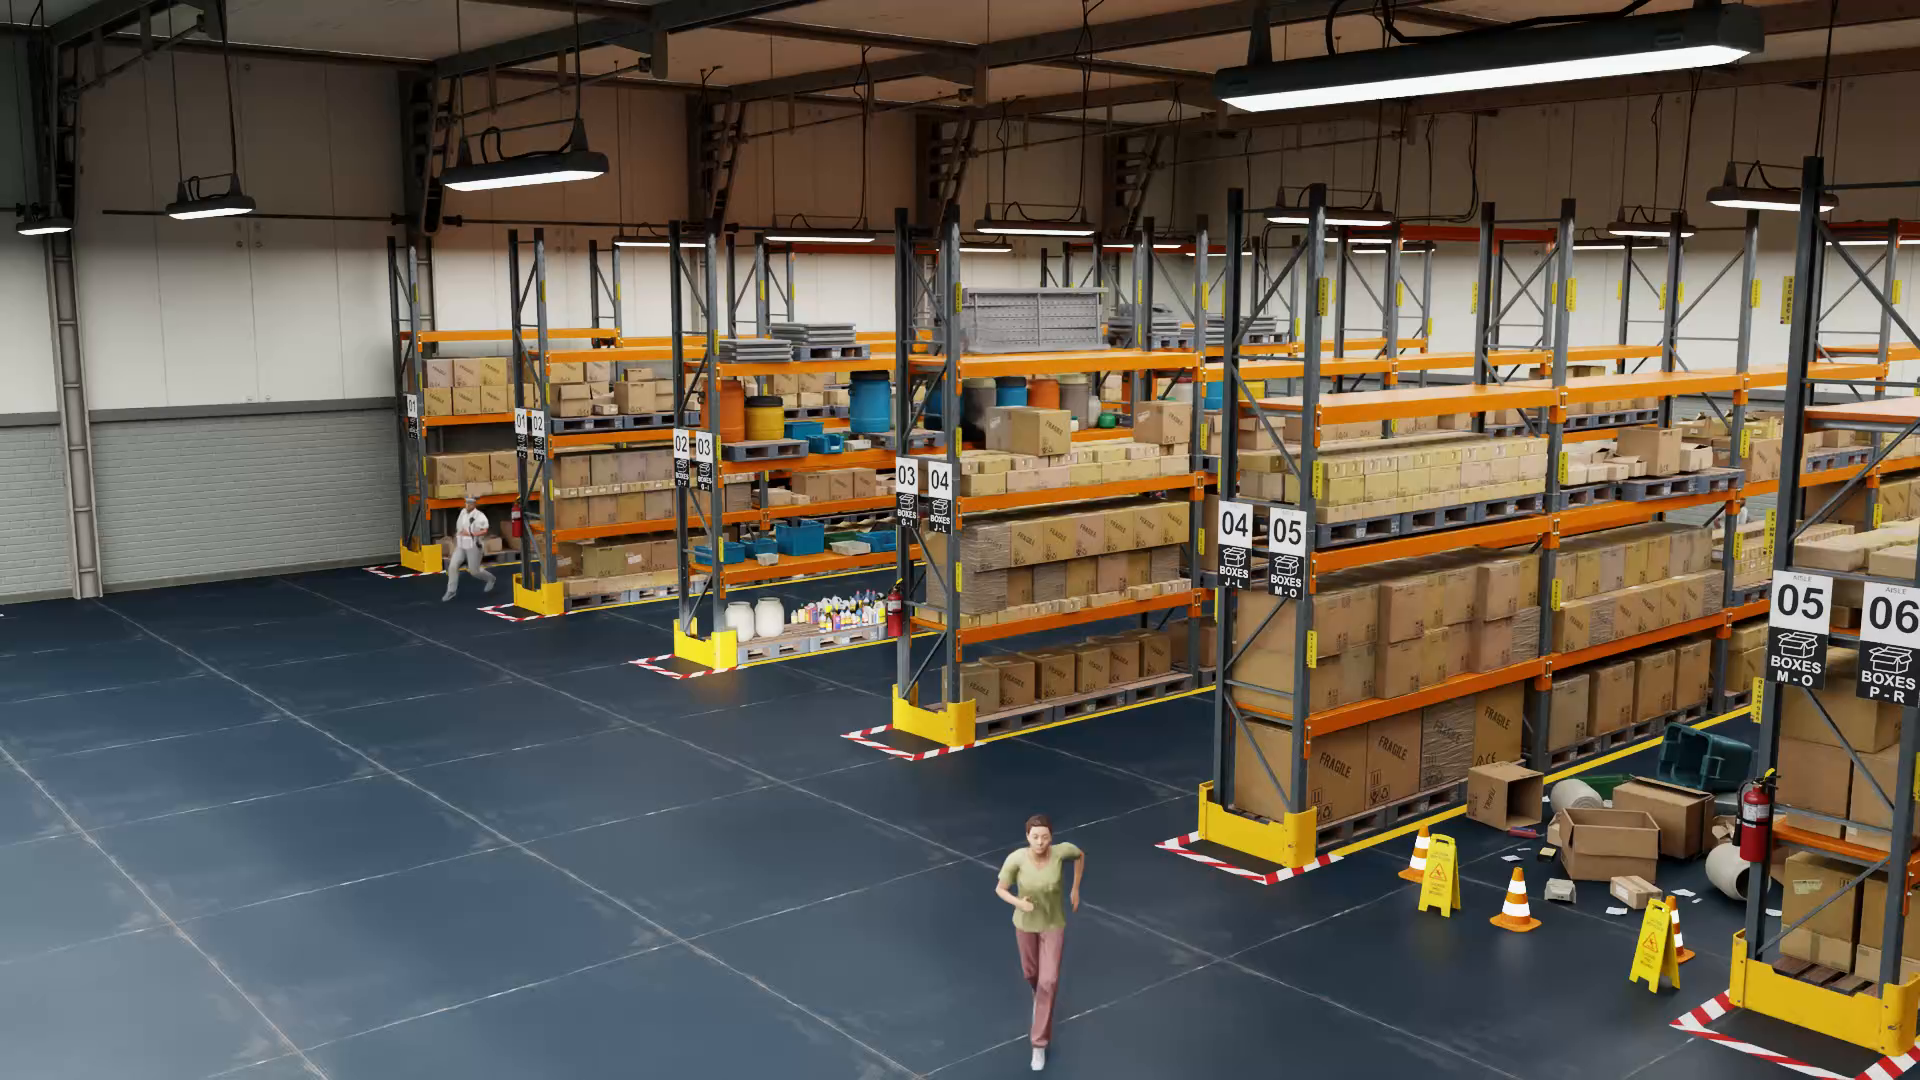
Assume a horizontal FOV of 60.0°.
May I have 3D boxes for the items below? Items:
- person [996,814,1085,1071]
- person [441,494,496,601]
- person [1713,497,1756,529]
[{"bbox_3d":[0.547,2.648,11.331,0.591,1.715,0.890,1,9,5],"label":"person"},{"bbox_3d":[-8.082,0.107,27.512,0.685,1.765,0.927,4,10,25],"label":"person"},{"bbox_3d":[13.361,-0.021,28.515,0.951,1.693,0.511,-2,9,-11],"label":"person"}]
